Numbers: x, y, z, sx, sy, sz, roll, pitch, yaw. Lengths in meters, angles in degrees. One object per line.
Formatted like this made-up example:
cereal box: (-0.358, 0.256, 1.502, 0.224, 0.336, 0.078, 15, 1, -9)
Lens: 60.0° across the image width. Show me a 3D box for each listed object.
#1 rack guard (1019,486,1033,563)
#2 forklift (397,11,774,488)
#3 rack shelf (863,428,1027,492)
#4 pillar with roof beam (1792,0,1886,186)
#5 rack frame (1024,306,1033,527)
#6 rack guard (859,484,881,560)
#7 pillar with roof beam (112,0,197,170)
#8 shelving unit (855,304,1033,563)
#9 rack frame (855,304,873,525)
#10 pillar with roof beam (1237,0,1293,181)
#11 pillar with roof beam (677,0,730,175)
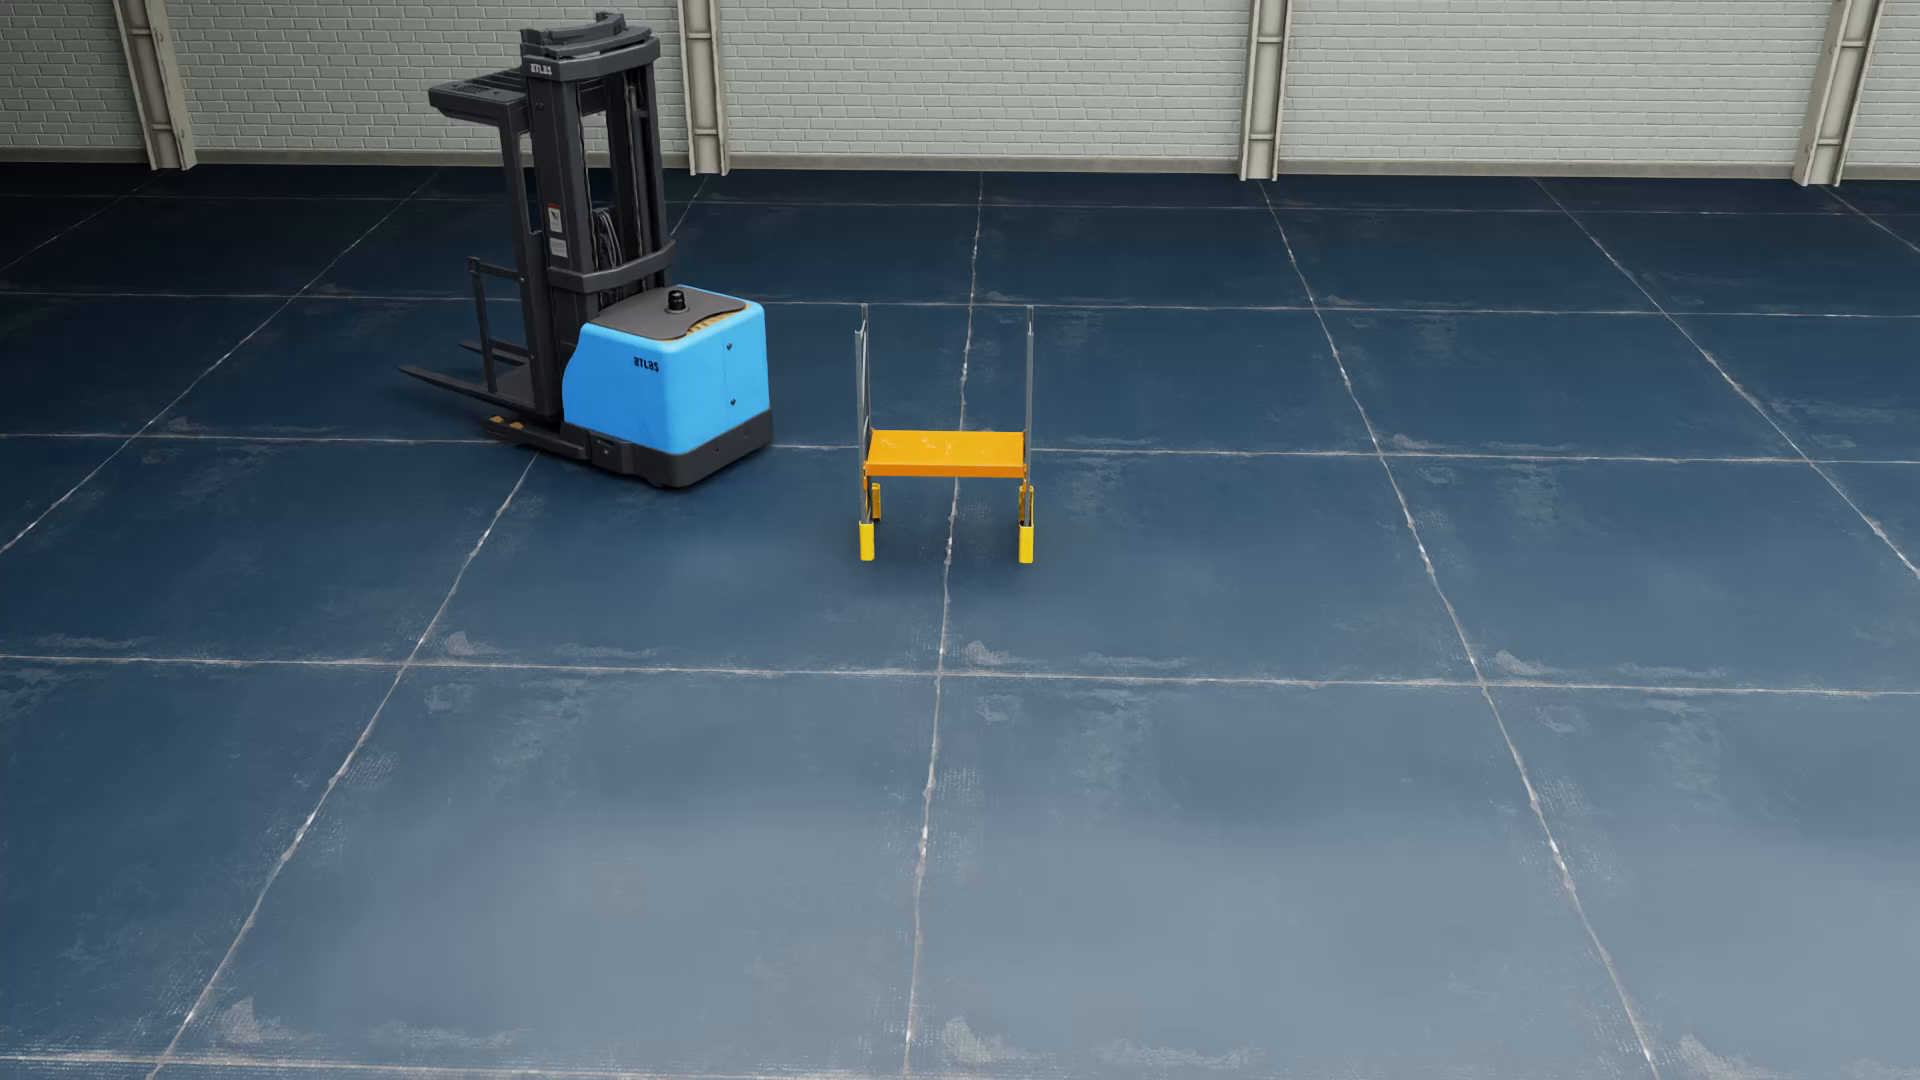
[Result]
rack guard: (0.422, -0.103, 10.604, 0.087, 0.250, 0.587, 1, 28, 2)
forklift: (-2.850, -2.161, 11.622, 3.031, 2.935, 1.130, 17, 32, 29)
rack shelf: (-0.085, -0.505, 10.411, 1.000, 0.185, 0.538, 1, 28, 2)
pillar with roof beam: (9.087, -5.830, 12.065, 0.400, 9.000, 9.100, 1, 28, 2)
rack frame: (0.423, -0.656, 10.311, 0.032, 1.500, 0.500, 1, 28, 2)
rack guard: (-0.574, -0.120, 10.635, 0.087, 0.250, 0.587, 1, 28, 2)
pillar with roof beam: (-8.902, -6.127, 12.626, 0.400, 9.000, 9.100, 1, 28, 2)
shelving unit: (-0.076, -0.664, 10.327, 1.083, 1.500, 0.587, 1, 28, 2)
rack frame: (-0.593, -0.672, 10.343, 0.032, 1.500, 0.500, 1, 28, 2)
pillar with roof beam: (3.091, -5.929, 12.252, 0.400, 9.000, 9.100, 1, 28, 2)
pillar with roof beam: (-2.906, -6.028, 12.439, 0.400, 9.000, 9.100, 1, 28, 2)
